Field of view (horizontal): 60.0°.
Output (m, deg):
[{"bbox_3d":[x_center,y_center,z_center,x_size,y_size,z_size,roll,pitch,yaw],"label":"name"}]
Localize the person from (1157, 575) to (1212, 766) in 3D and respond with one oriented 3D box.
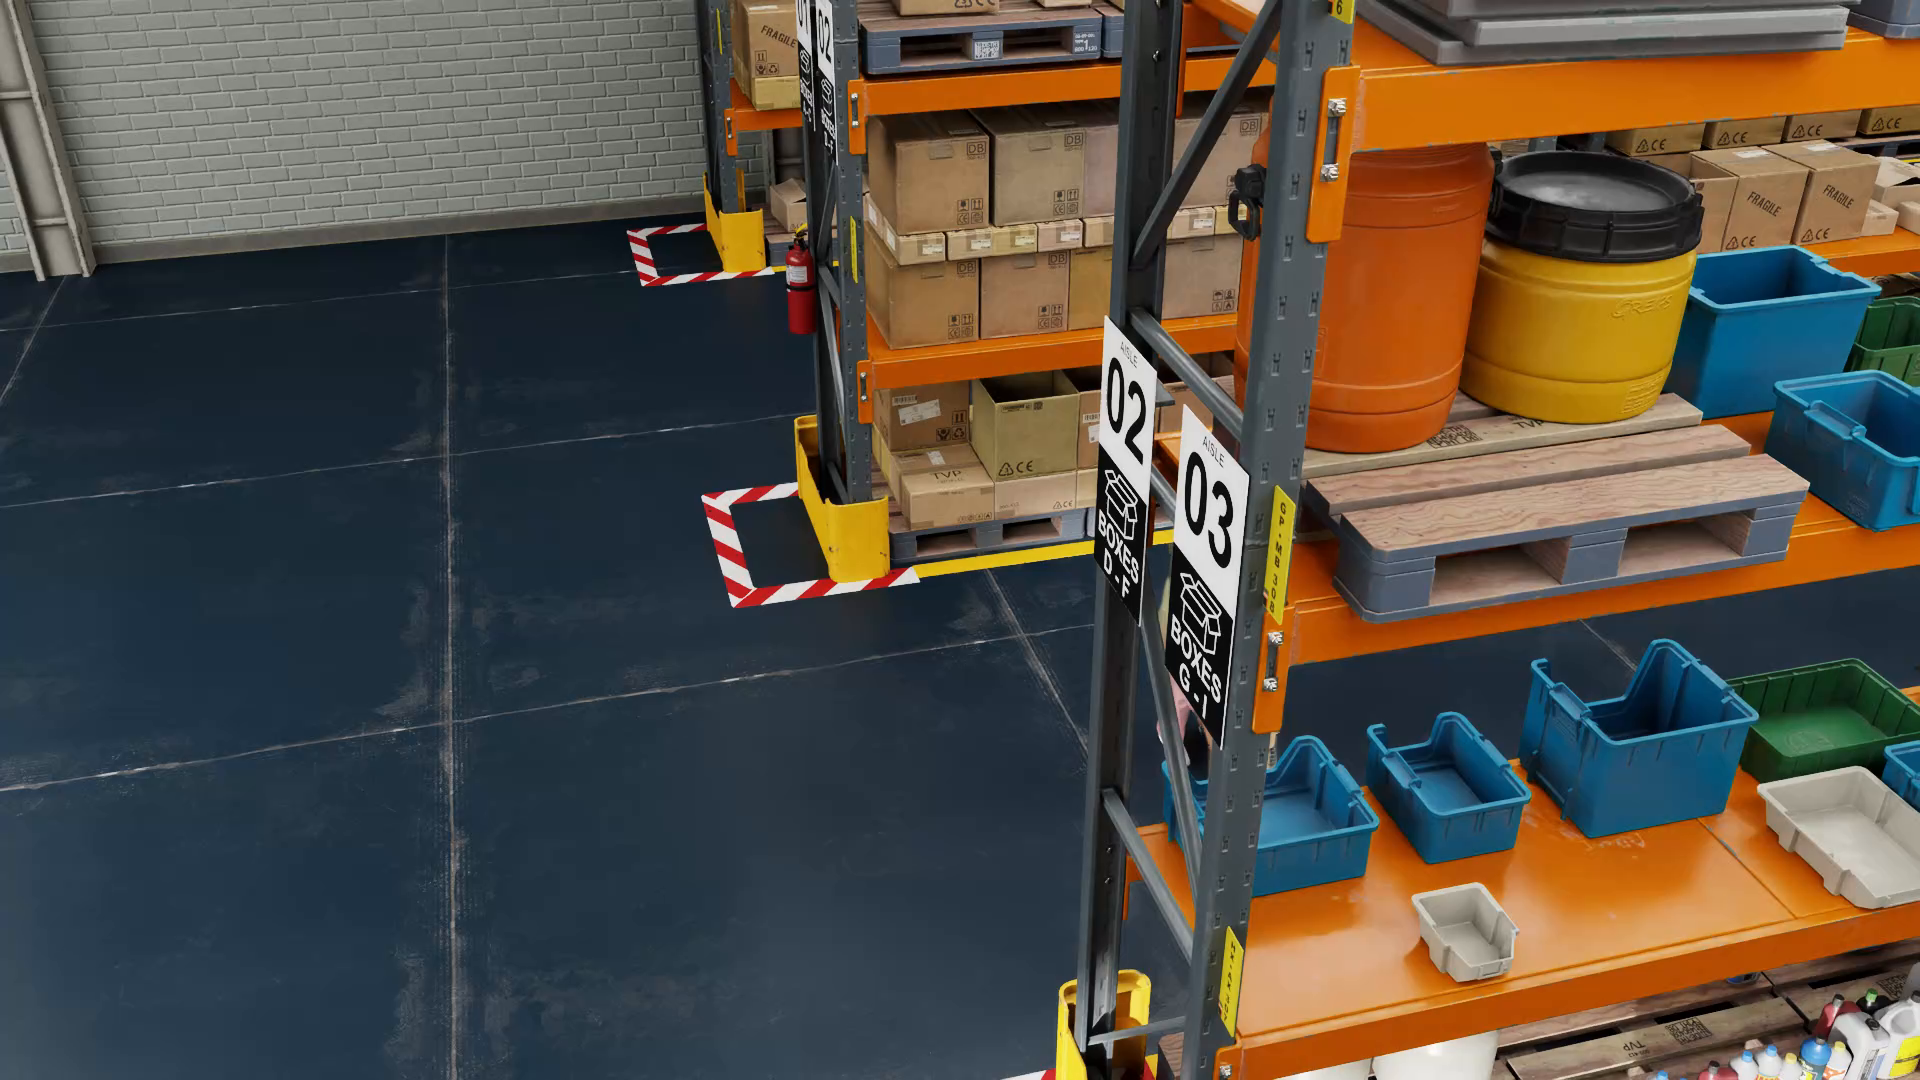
[{"bbox_3d":[1.215,0.619,7.708,0.447,1.142,0.854,-9,32,-15],"label":"person"}]
